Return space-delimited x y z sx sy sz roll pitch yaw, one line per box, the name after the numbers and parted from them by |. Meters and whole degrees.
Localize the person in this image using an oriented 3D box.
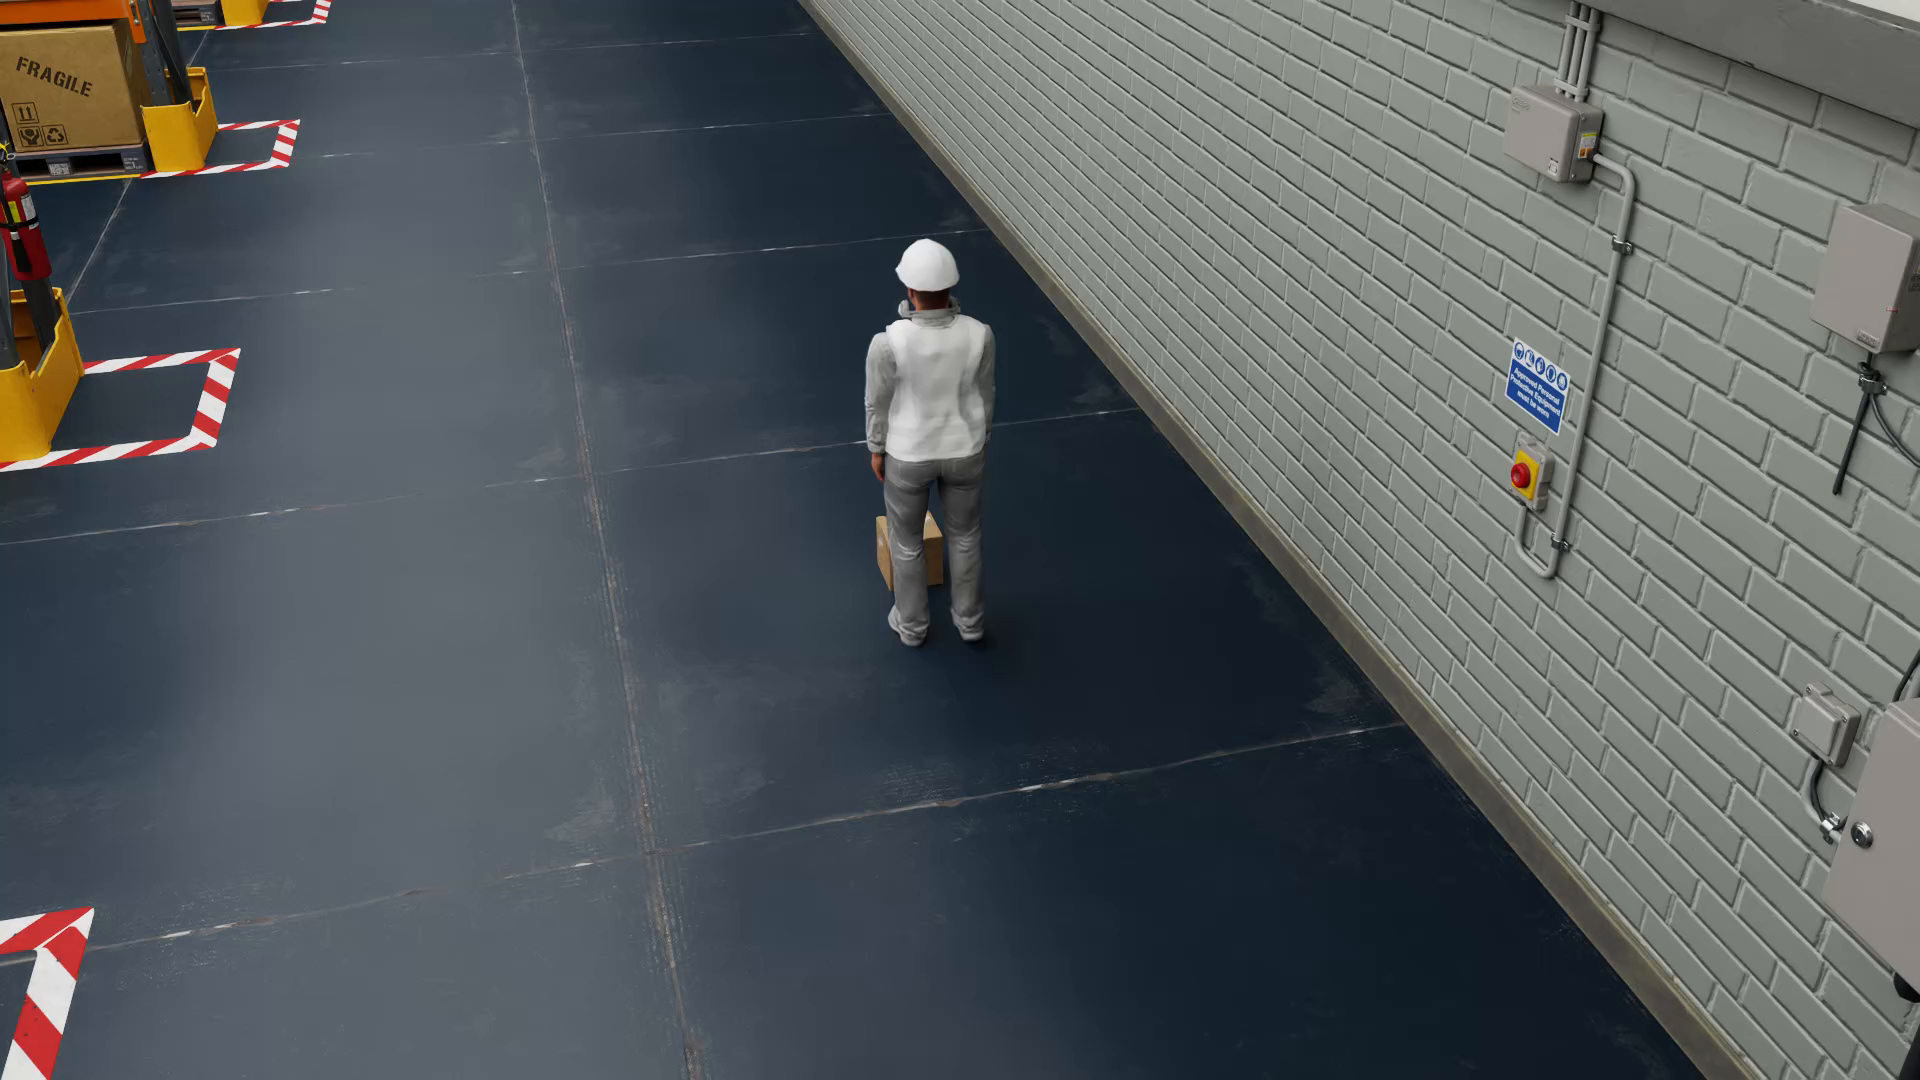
-0.125 -0.371 6.767 0.533 1.777 0.359 -7 31 -12 | person
